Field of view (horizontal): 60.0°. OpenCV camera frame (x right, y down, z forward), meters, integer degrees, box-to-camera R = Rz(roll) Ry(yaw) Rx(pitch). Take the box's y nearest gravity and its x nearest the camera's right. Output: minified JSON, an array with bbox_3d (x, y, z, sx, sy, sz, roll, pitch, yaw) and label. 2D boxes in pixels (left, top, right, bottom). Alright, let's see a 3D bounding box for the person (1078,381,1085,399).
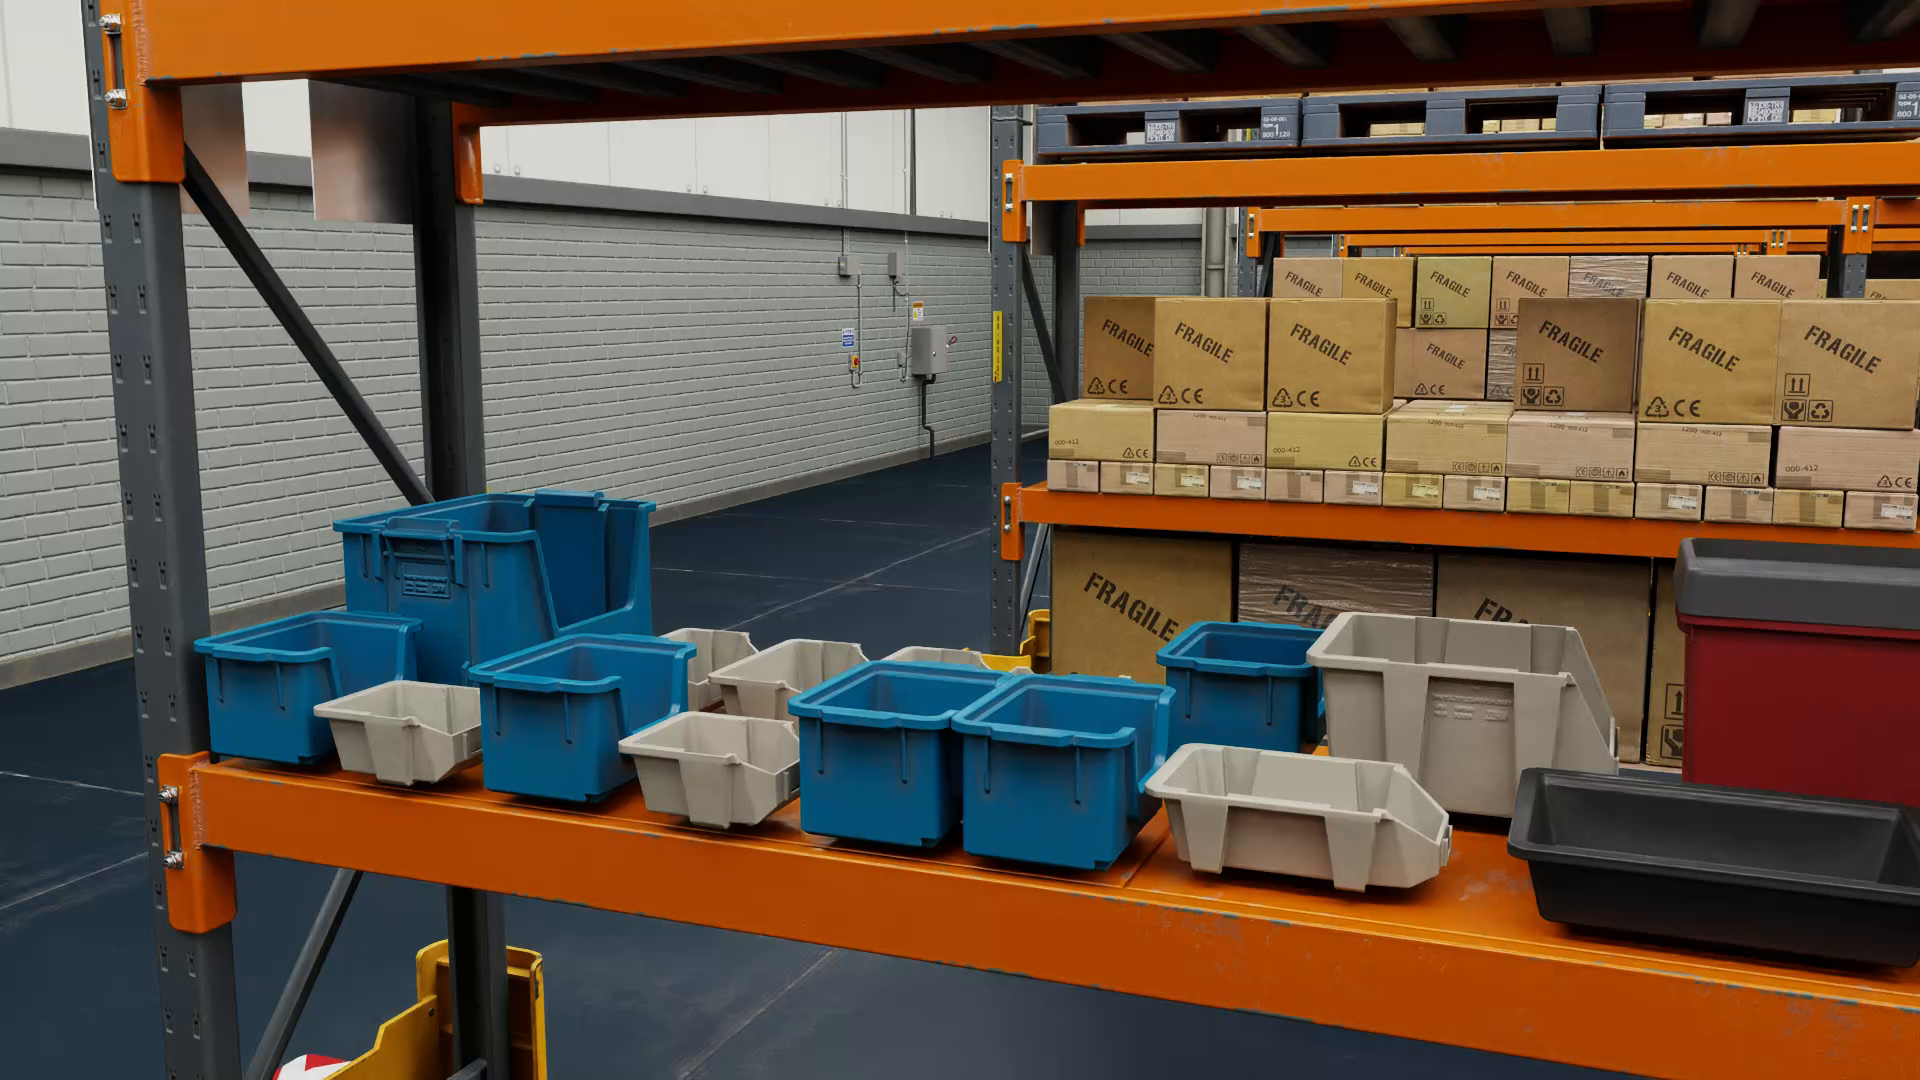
[{"bbox_3d":[0.861,-0.151,10.382,0.514,1.666,0.406,3,9,20],"label":"person"}]
